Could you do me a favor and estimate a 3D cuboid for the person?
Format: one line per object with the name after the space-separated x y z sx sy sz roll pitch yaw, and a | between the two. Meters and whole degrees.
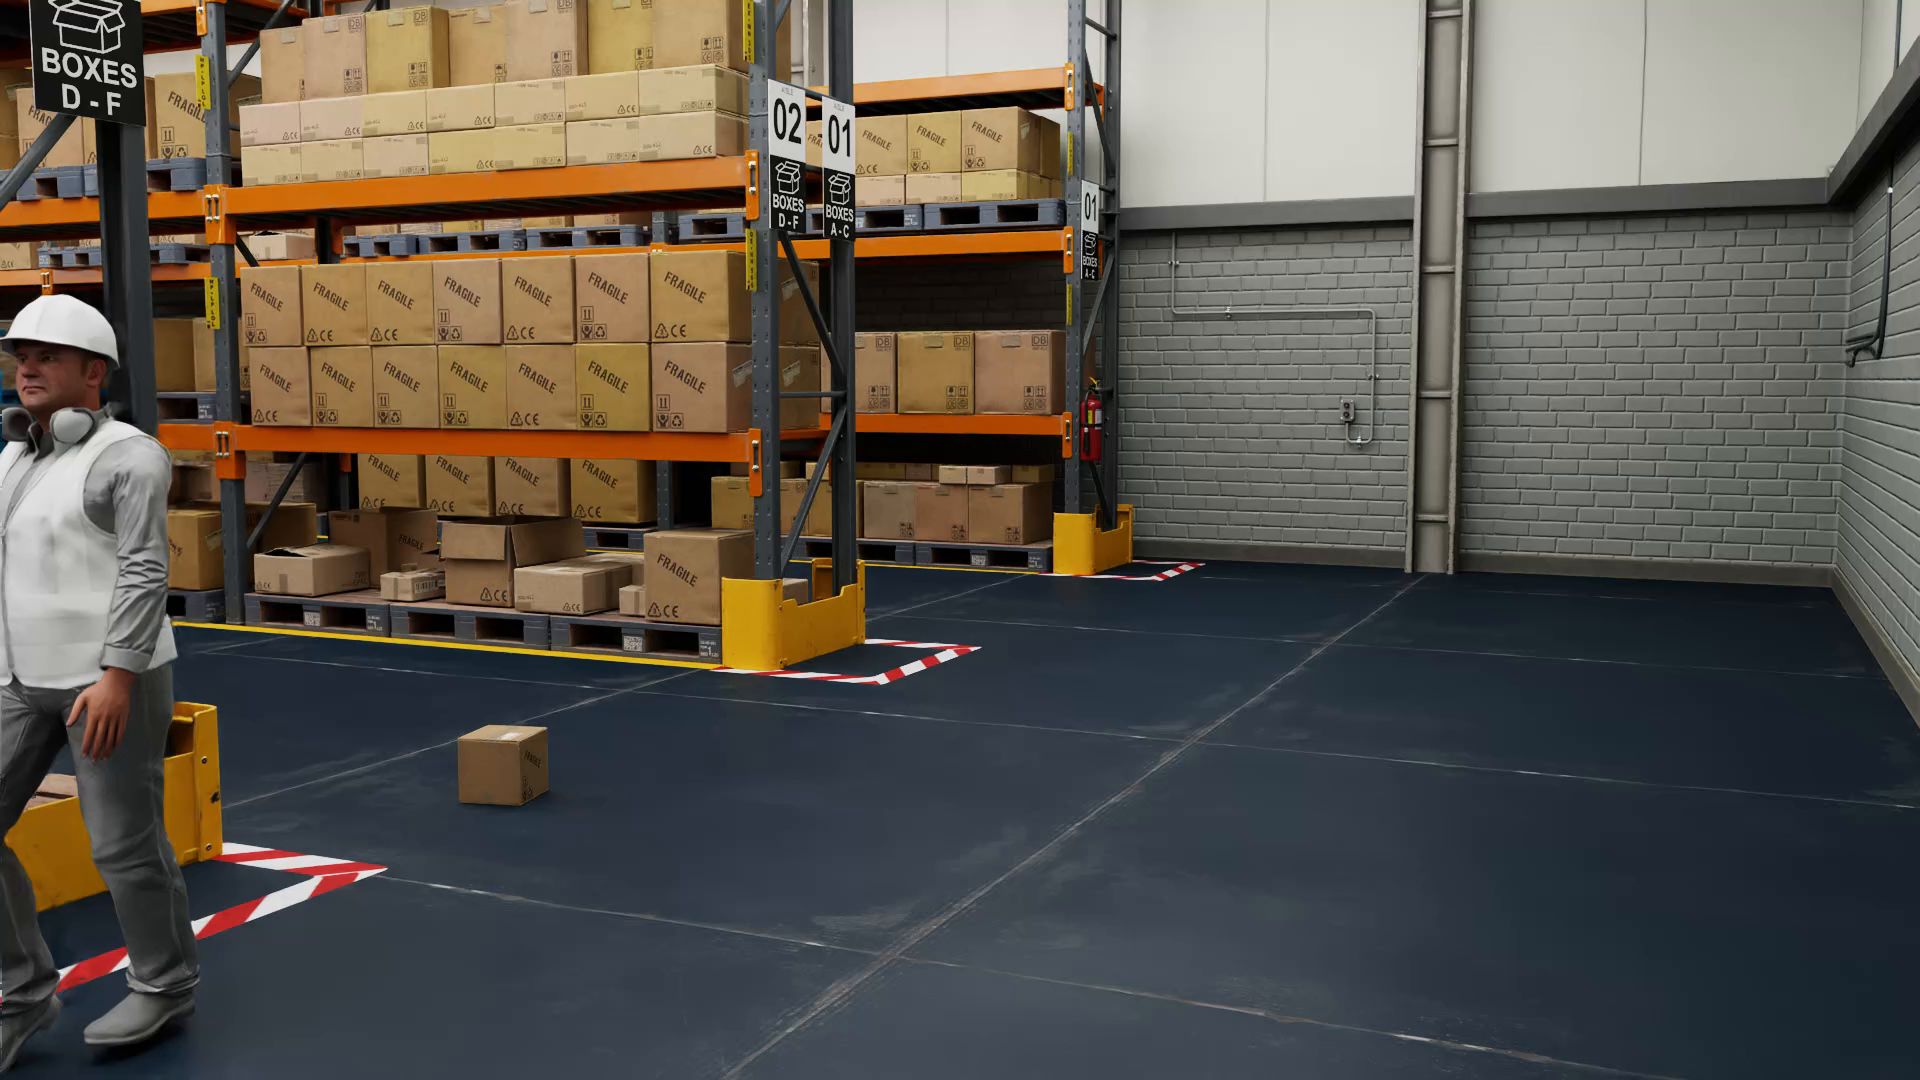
-2.077 0.350 3.876 0.566 1.831 0.534 2 6 18 | person
